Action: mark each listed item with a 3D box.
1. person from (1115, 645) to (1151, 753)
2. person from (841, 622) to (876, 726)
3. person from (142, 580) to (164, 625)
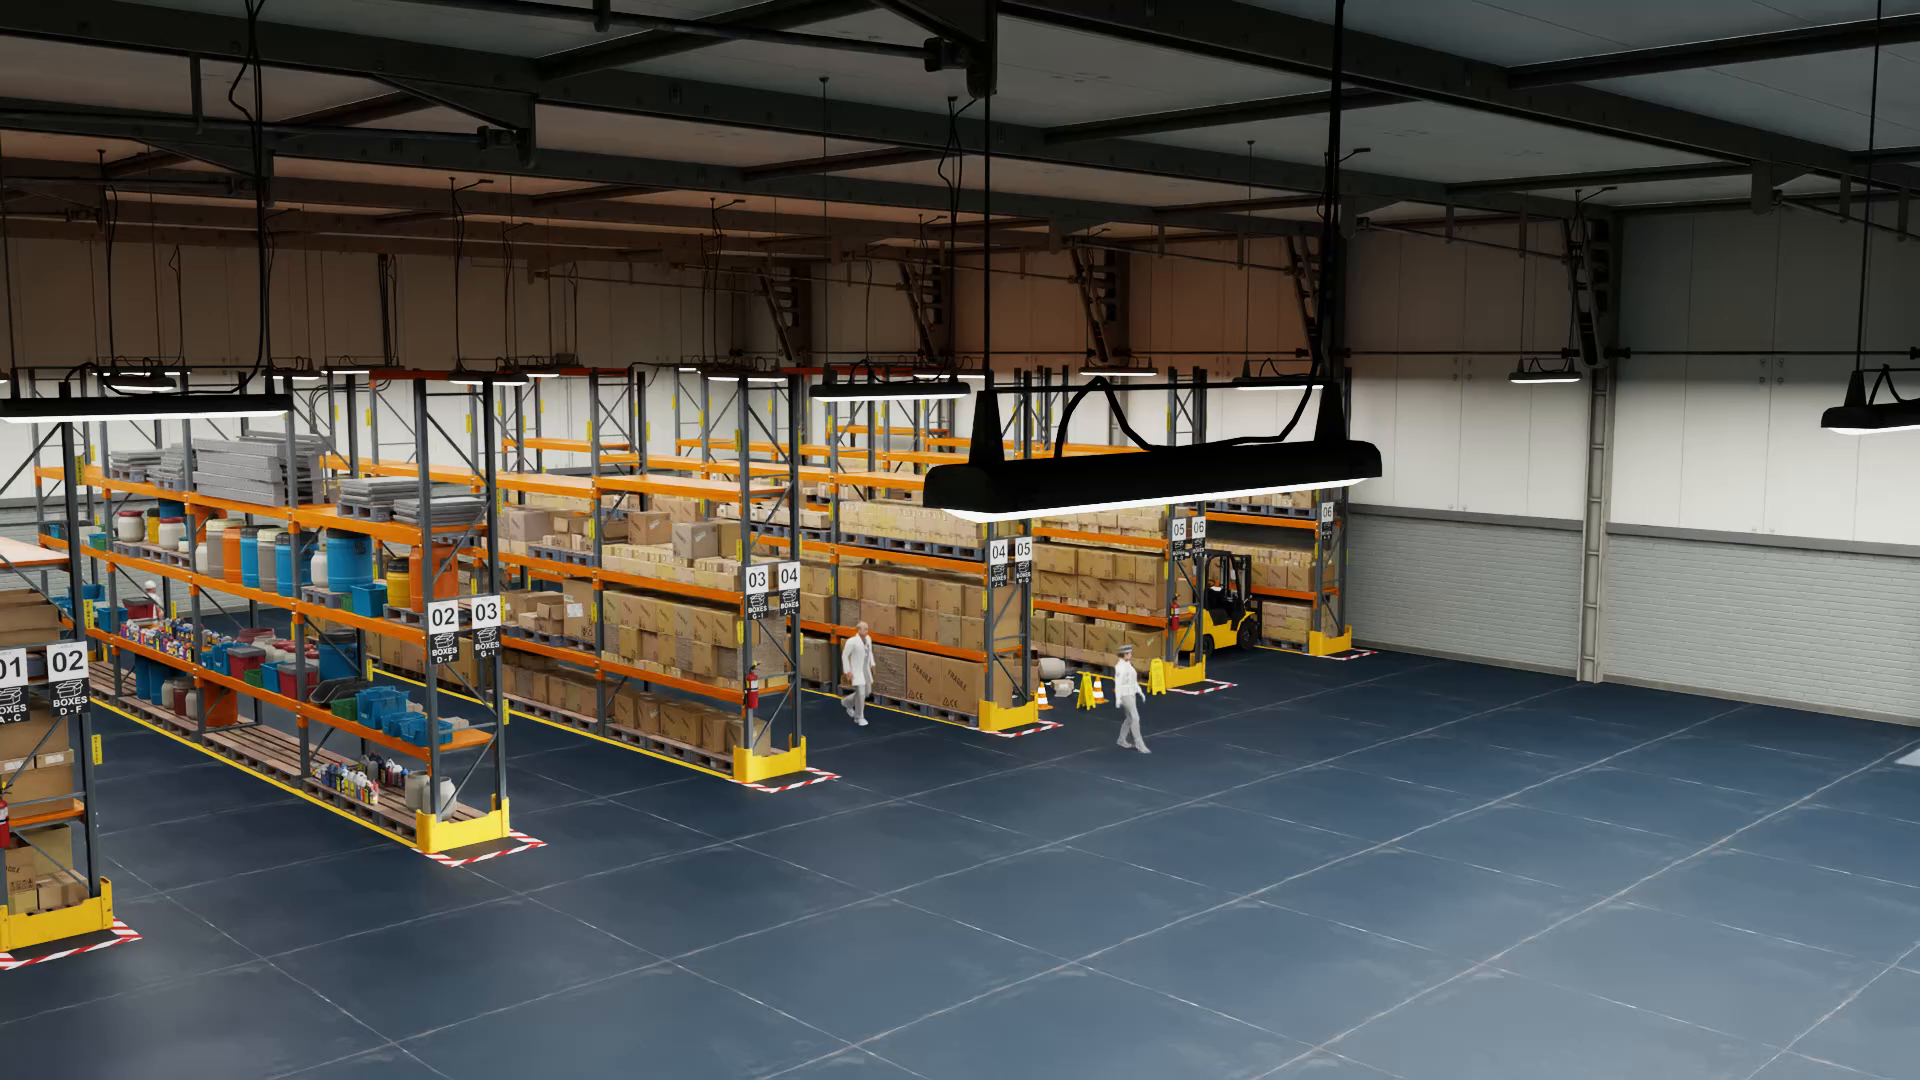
[{"bbox_3d":[2.785,2.530,26.548,0.655,1.681,0.506,3,7,24],"label":"person"},{"bbox_3d":[-1.791,2.255,28.489,0.740,1.765,0.673,5,8,36],"label":"person"},{"bbox_3d":[-16.124,1.694,33.181,0.556,1.773,0.484,-2,7,-13],"label":"person"}]
